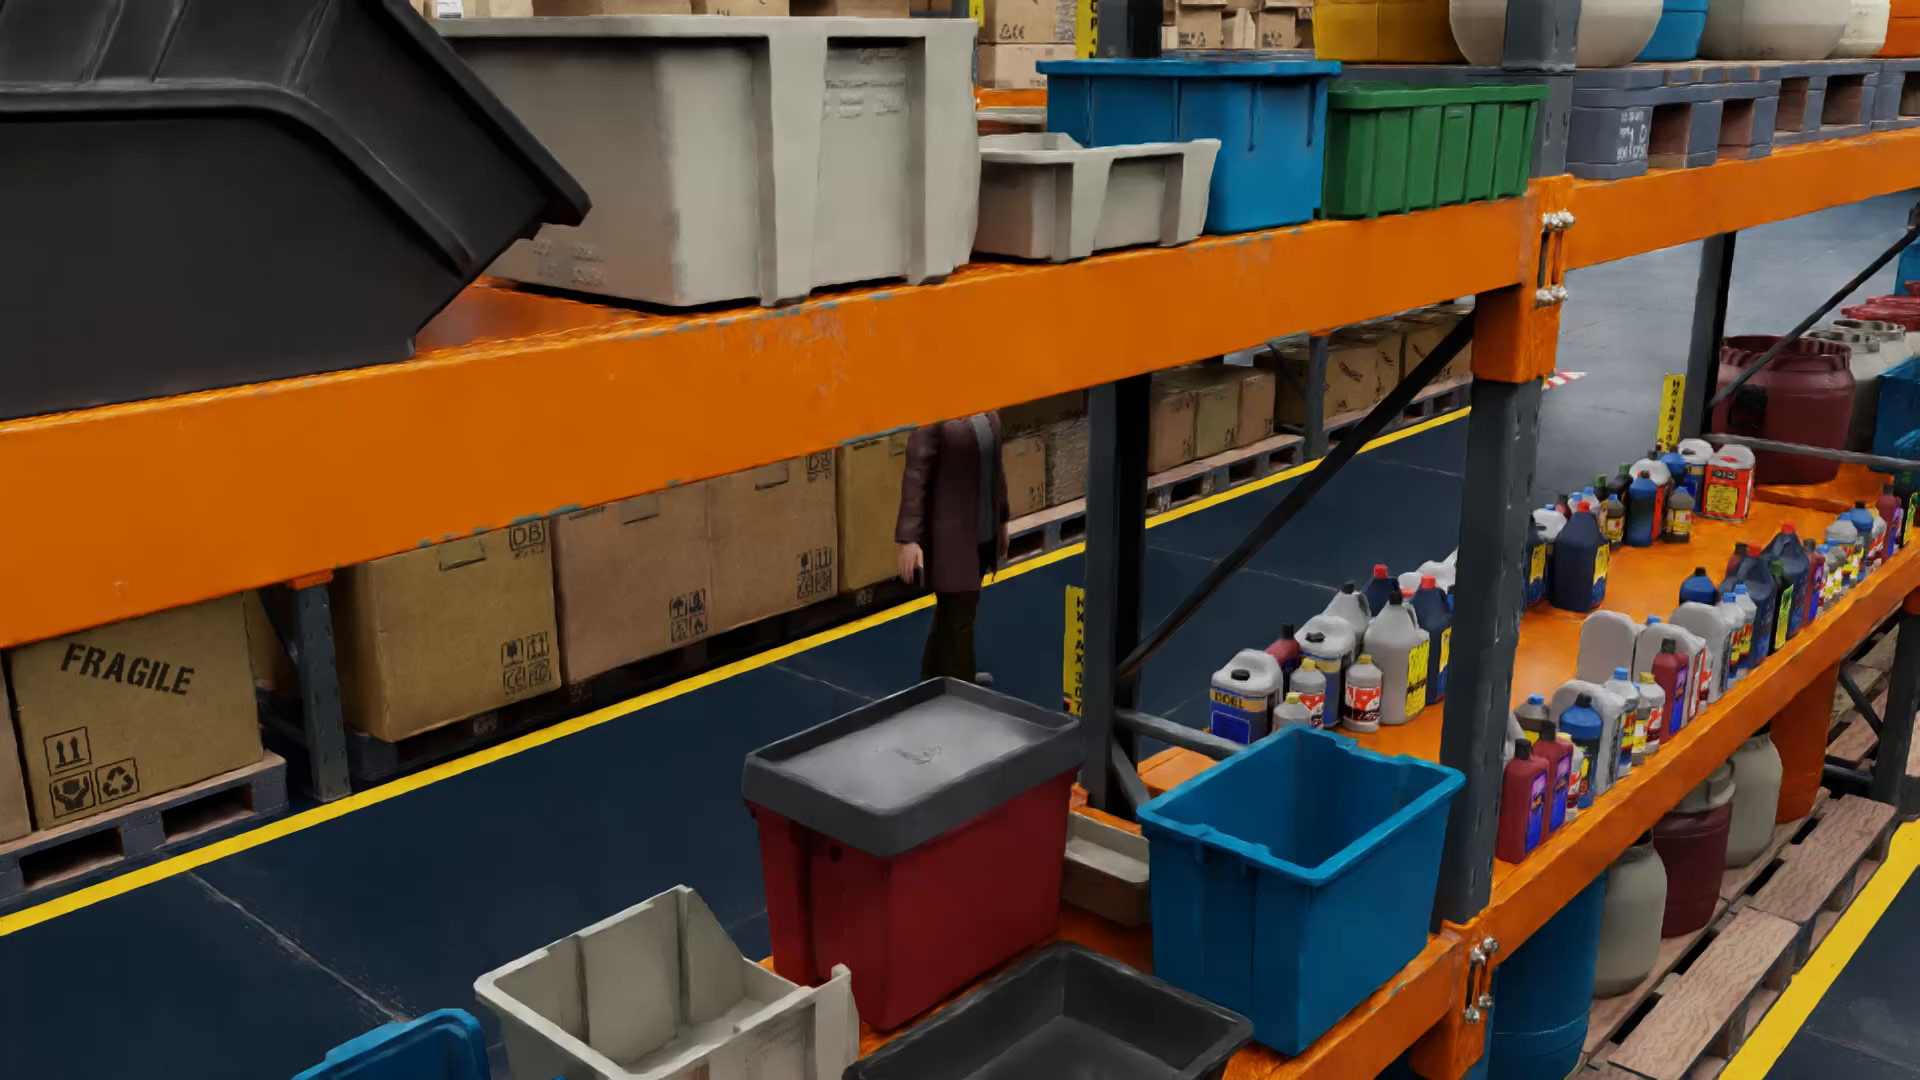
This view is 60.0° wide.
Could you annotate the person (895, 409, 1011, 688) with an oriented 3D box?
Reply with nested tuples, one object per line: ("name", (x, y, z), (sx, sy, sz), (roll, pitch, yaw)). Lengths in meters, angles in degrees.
("person", (0.008, -0.014, 7.581), (0.674, 1.775, 0.779), (12, 20, 34))
